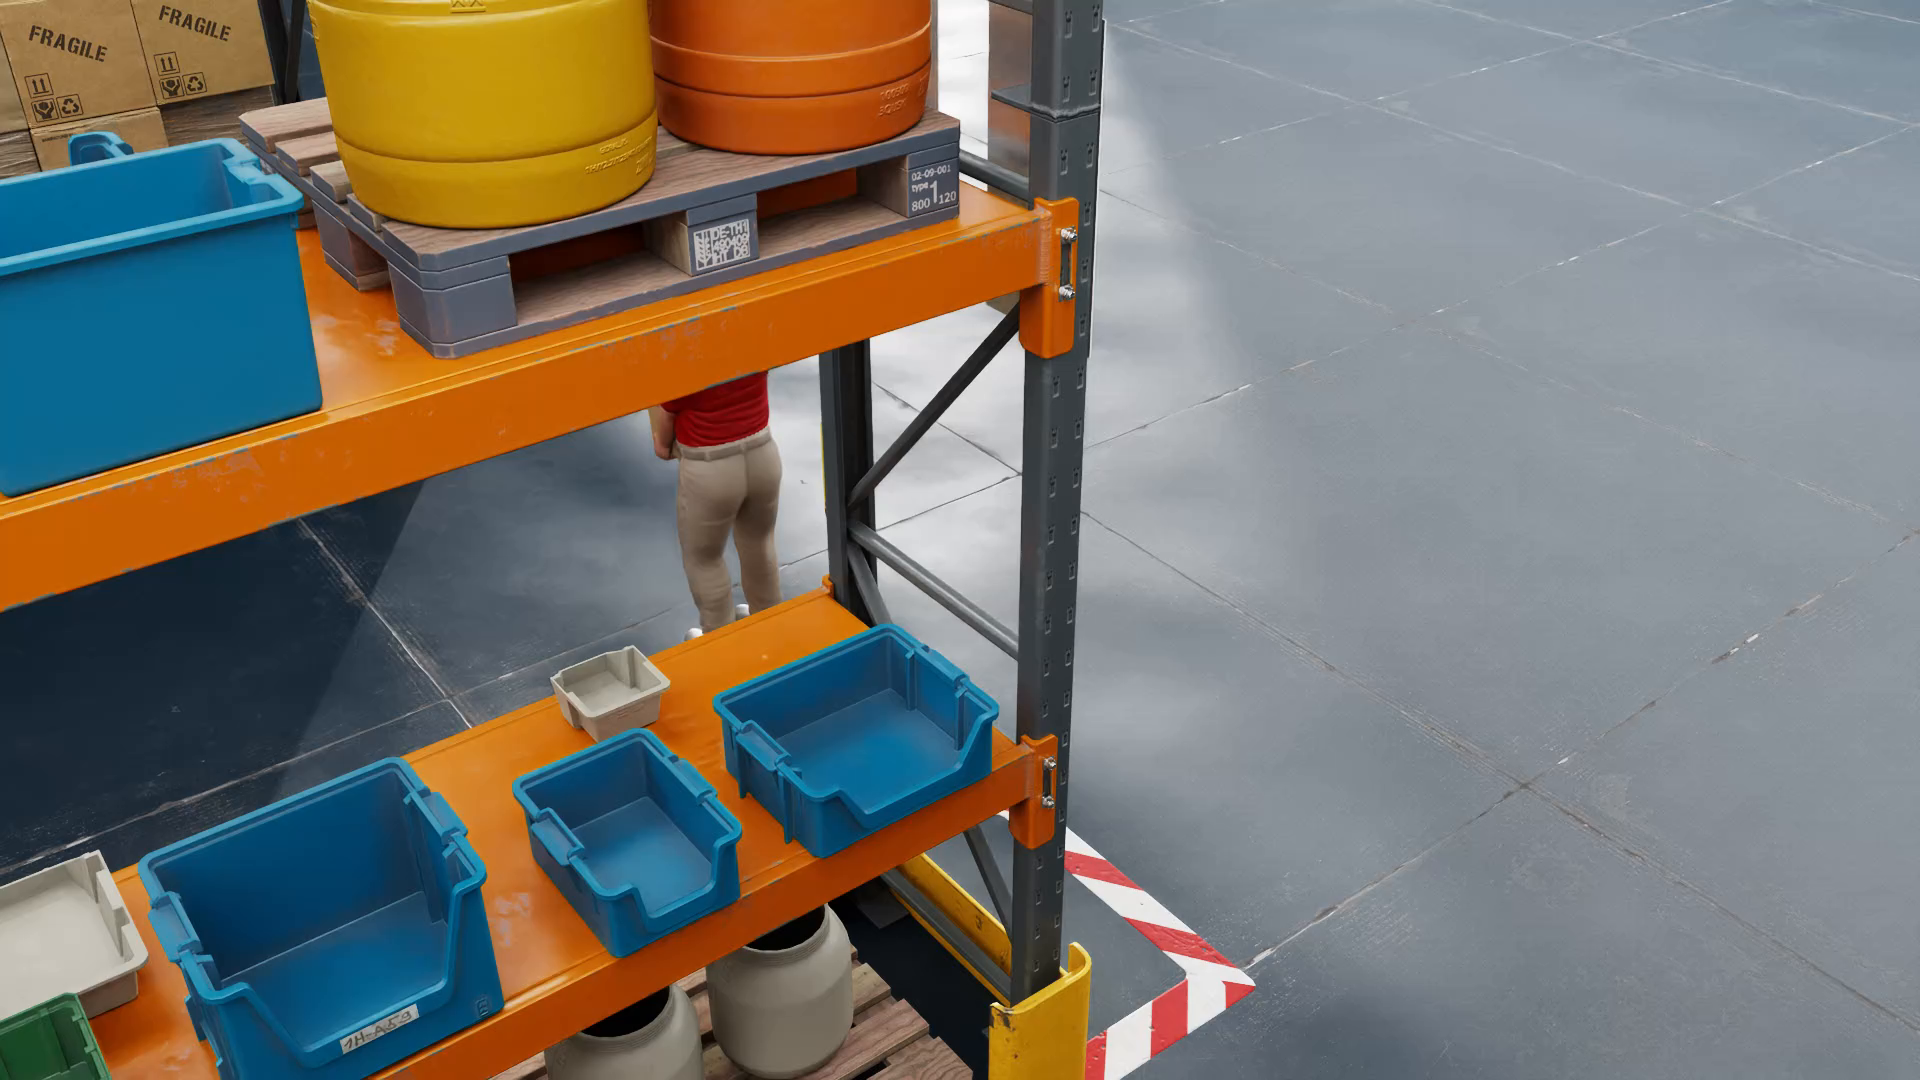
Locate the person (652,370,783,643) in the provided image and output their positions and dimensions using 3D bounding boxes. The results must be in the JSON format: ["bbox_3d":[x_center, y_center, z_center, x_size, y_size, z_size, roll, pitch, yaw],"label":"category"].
[{"bbox_3d":[-0.989,-0.301,6.644,0.490,1.724,0.541,-22,38,-31],"label":"person"}]
